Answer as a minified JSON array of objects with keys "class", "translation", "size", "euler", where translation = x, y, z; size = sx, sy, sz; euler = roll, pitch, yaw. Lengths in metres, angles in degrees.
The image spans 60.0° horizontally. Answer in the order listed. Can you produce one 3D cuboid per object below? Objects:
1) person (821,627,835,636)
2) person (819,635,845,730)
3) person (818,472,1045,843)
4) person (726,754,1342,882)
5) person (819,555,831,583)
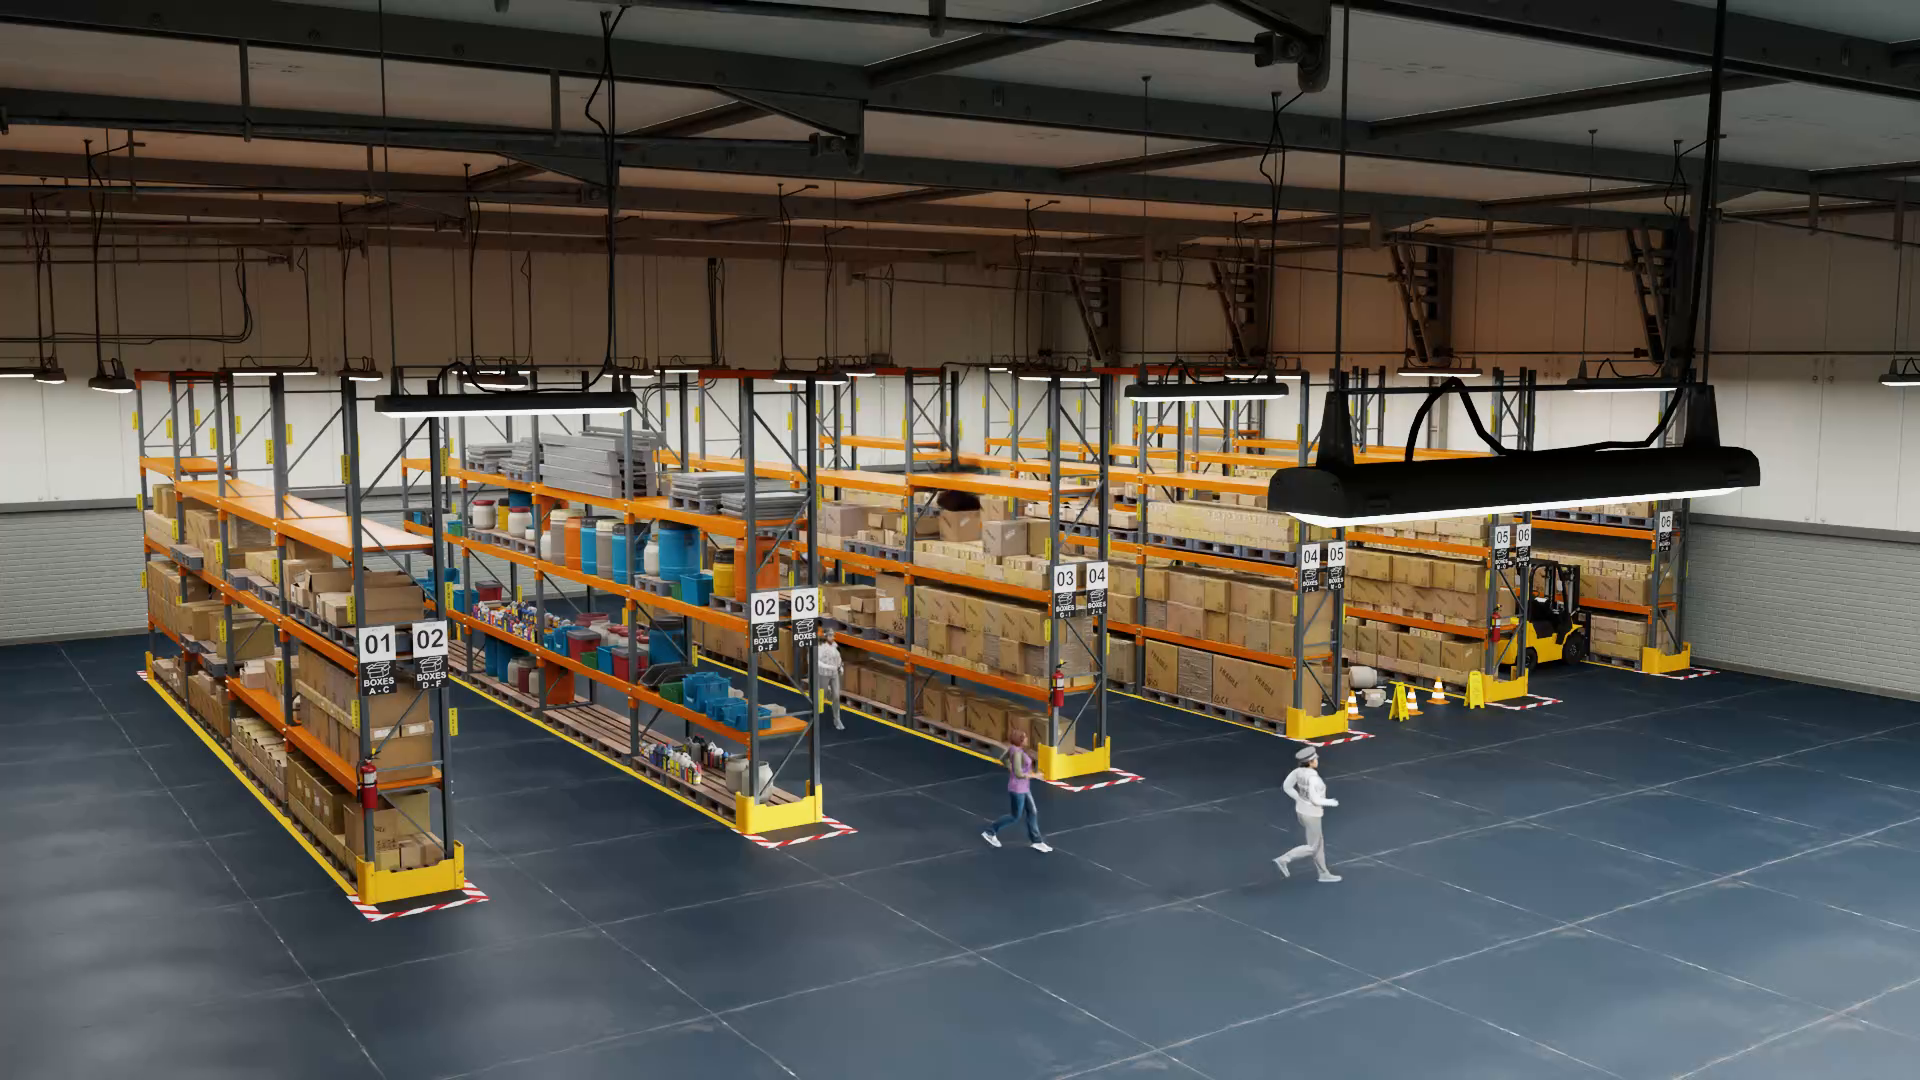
[{"class":"person","translation":[-3.104,1.551,34.914],"size":[10.189,1.720,9.915],"euler":[5,8,38]},{"class":"person","translation":[-2.238,2.334,28.167],"size":[0.346,1.683,0.824],"euler":[-5,8,-37]},{"class":"person","translation":[-0.219,0.952,31.448],"size":[4.466,3.439,21.700],"euler":[0,6,2]},{"class":"person","translation":[0.625,3.211,21.452],"size":[6.869,1.389,5.627],"euler":[-2,7,-14]},{"class":"person","translation":[-3.467,0.738,42.059],"size":[0.505,1.614,0.690],"euler":[-1,7,-10]}]
